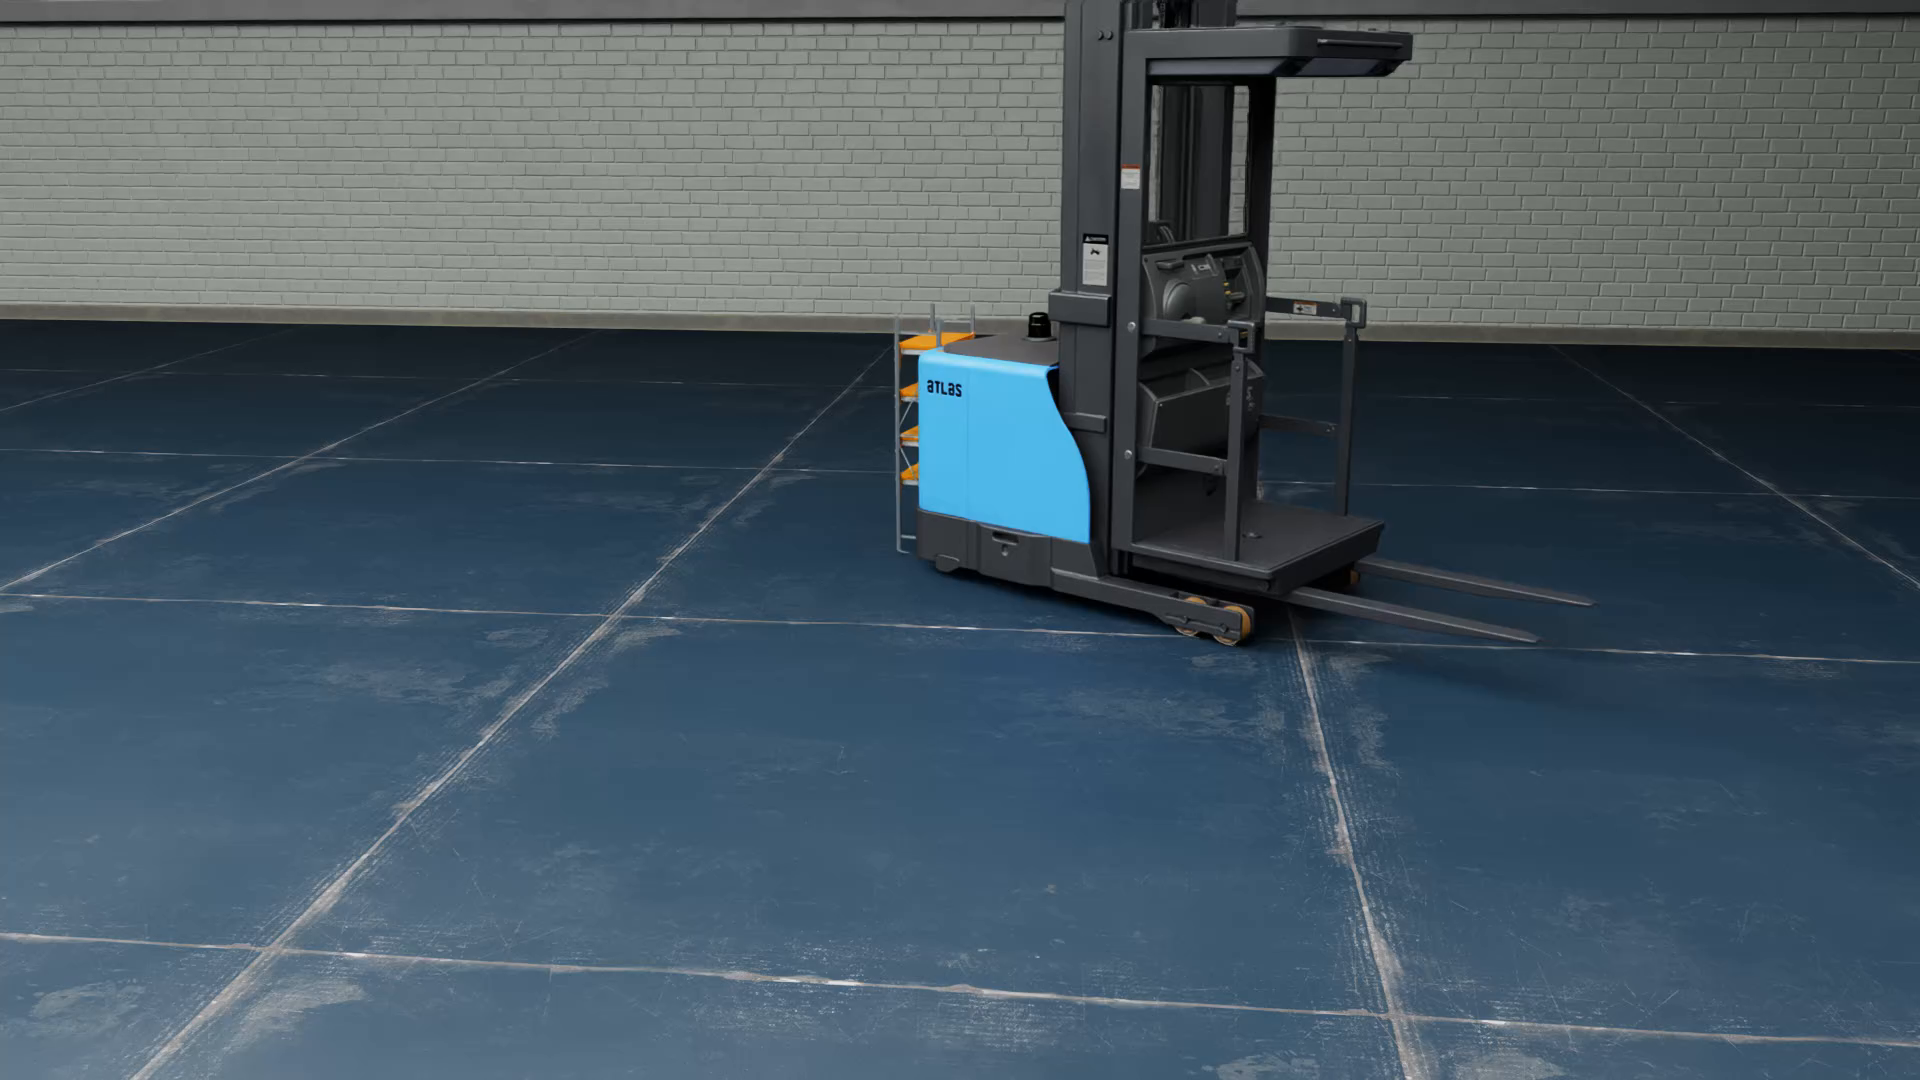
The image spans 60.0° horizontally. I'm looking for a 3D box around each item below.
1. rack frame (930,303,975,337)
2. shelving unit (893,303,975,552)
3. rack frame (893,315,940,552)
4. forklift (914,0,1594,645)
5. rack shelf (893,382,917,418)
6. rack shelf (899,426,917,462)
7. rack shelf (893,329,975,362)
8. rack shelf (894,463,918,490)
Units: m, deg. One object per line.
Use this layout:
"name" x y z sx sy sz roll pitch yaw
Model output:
"rack frame" -0.040 -0.630 8.695 0.240 1.200 0.015 6 16 20
"shelving unit" -0.126 -0.571 8.475 0.258 1.200 0.503 6 16 20
"rack frame" -0.213 -0.511 8.254 0.240 1.200 0.015 6 16 20
"forklift" 1.238 -1.128 7.218 3.031 2.935 1.130 12 19 38
"rack shelf" -0.126 -0.722 8.434 0.258 0.148 0.480 6 16 20
"rack shelf" -0.126 -0.506 8.492 0.258 0.148 0.480 6 16 20
"rack shelf" -0.126 -0.950 8.372 0.258 0.148 0.480 6 16 20
"rack shelf" -0.126 -0.314 8.544 0.258 0.148 0.480 6 16 20
